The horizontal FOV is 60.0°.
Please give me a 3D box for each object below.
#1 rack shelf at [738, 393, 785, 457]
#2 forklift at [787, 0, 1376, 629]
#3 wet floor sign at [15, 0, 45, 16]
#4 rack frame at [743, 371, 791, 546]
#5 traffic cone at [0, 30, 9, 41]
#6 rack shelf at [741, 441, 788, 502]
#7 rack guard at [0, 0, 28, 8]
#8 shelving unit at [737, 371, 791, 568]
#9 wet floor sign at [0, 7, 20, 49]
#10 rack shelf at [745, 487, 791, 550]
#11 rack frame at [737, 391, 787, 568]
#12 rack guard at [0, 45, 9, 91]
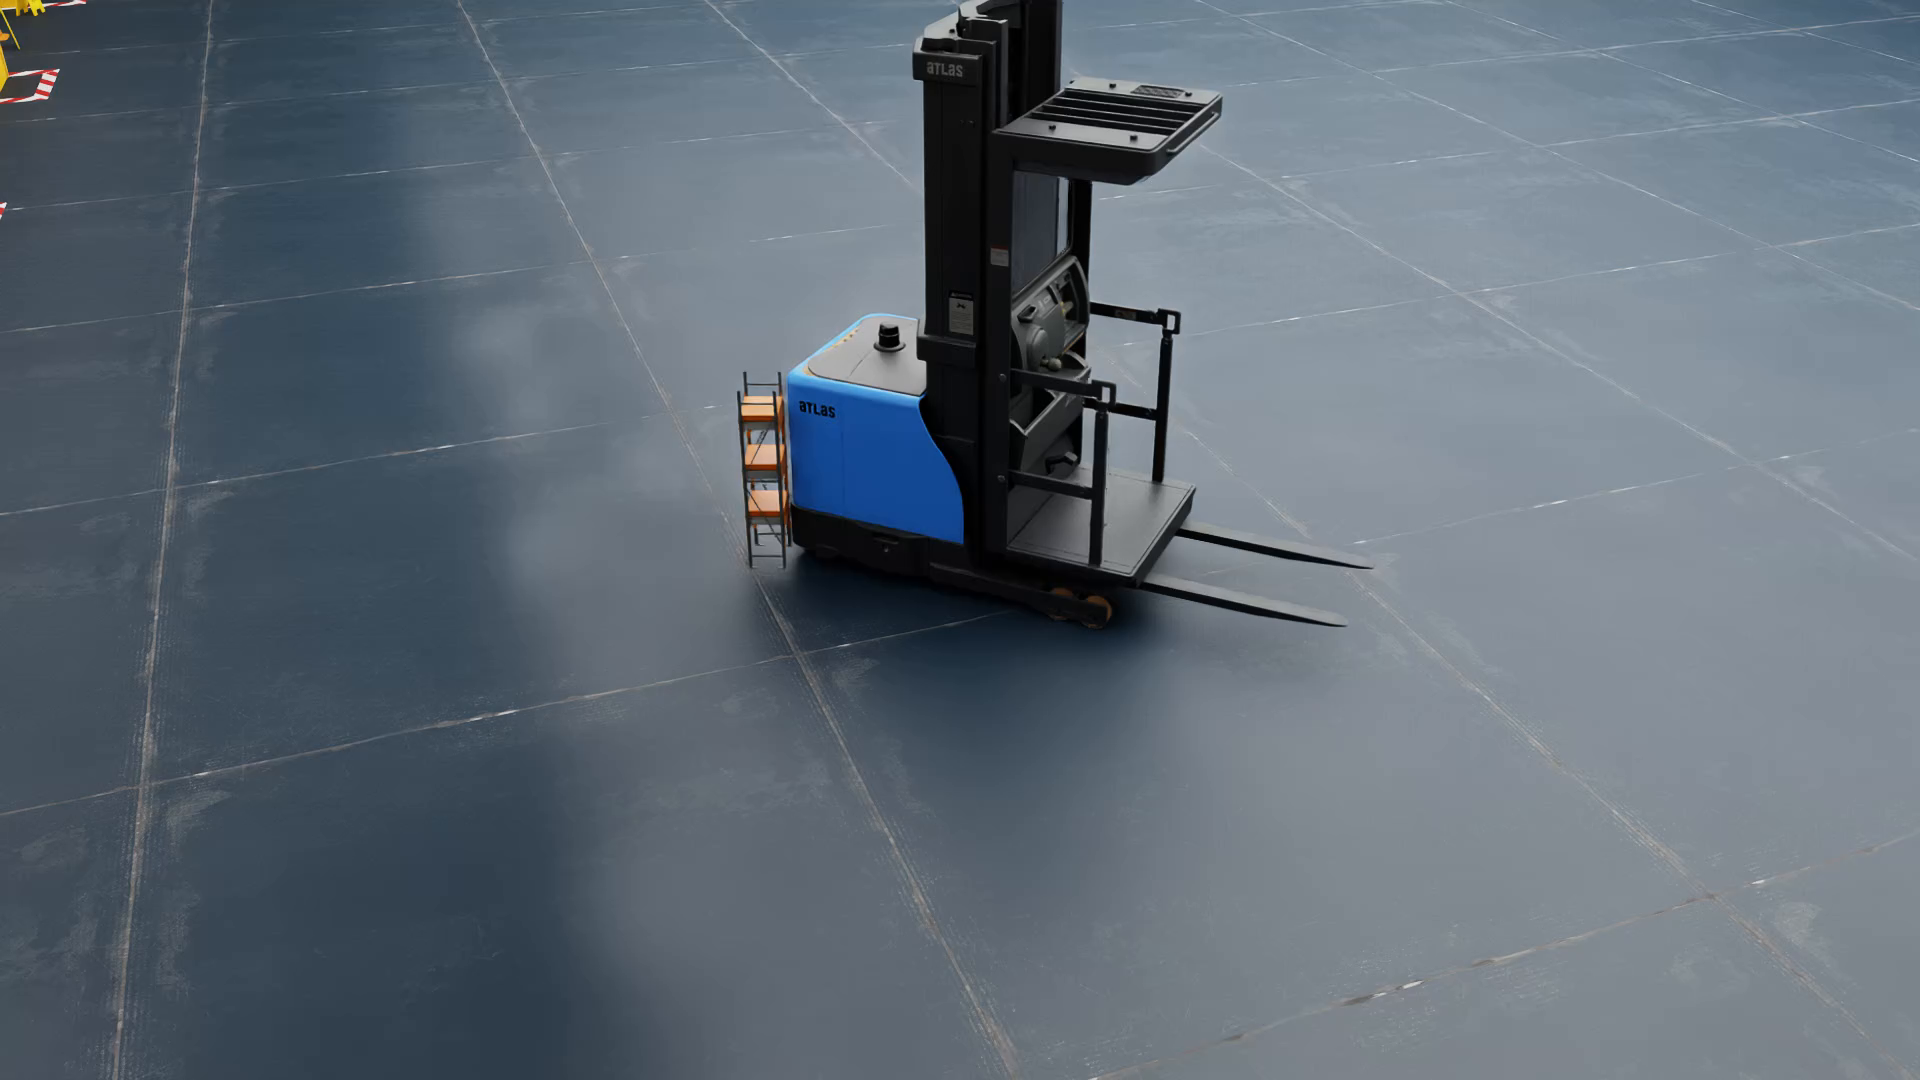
[{"bbox_3d":[-1.039,-0.603,8.729,0.215,0.259,0.240,0,30,1],"label":"rack shelf"},{"bbox_3d":[0.641,-1.120,8.288,3.031,2.935,1.130,13,32,21],"label":"forklift"},{"bbox_3d":[-11.666,-6.889,20.723,0.232,0.644,0.267,0,30,0],"label":"wet floor sign"},{"bbox_3d":[-1.037,-0.426,8.970,0.200,1.050,0.008,0,30,1],"label":"rack frame"},{"bbox_3d":[-11.465,-6.145,19.600,0.334,0.463,0.336,-10,31,-18],"label":"traffic cone"},{"bbox_3d":[-1.039,-0.357,8.870,0.215,0.259,0.240,0,30,1],"label":"rack shelf"},{"bbox_3d":[-12.289,-7.277,21.550,0.348,0.500,1.175,-10,31,-18],"label":"rack guard"},{"bbox_3d":[-1.039,-0.366,8.864,0.215,1.050,0.252,0,30,1],"label":"shelving unit"},{"bbox_3d":[-11.060,-5.997,19.158,0.232,0.644,0.267,-16,33,-26],"label":"wet floor sign"},{"bbox_3d":[-1.039,-0.115,9.007,0.215,0.259,0.240,0,30,1],"label":"rack shelf"},{"bbox_3d":[-1.041,-0.306,8.758,0.200,1.050,0.008,0,30,1],"label":"rack frame"},{"bbox_3d":[-10.374,-5.015,17.580,0.348,0.500,1.175,-10,31,-18],"label":"rack guard"}]
